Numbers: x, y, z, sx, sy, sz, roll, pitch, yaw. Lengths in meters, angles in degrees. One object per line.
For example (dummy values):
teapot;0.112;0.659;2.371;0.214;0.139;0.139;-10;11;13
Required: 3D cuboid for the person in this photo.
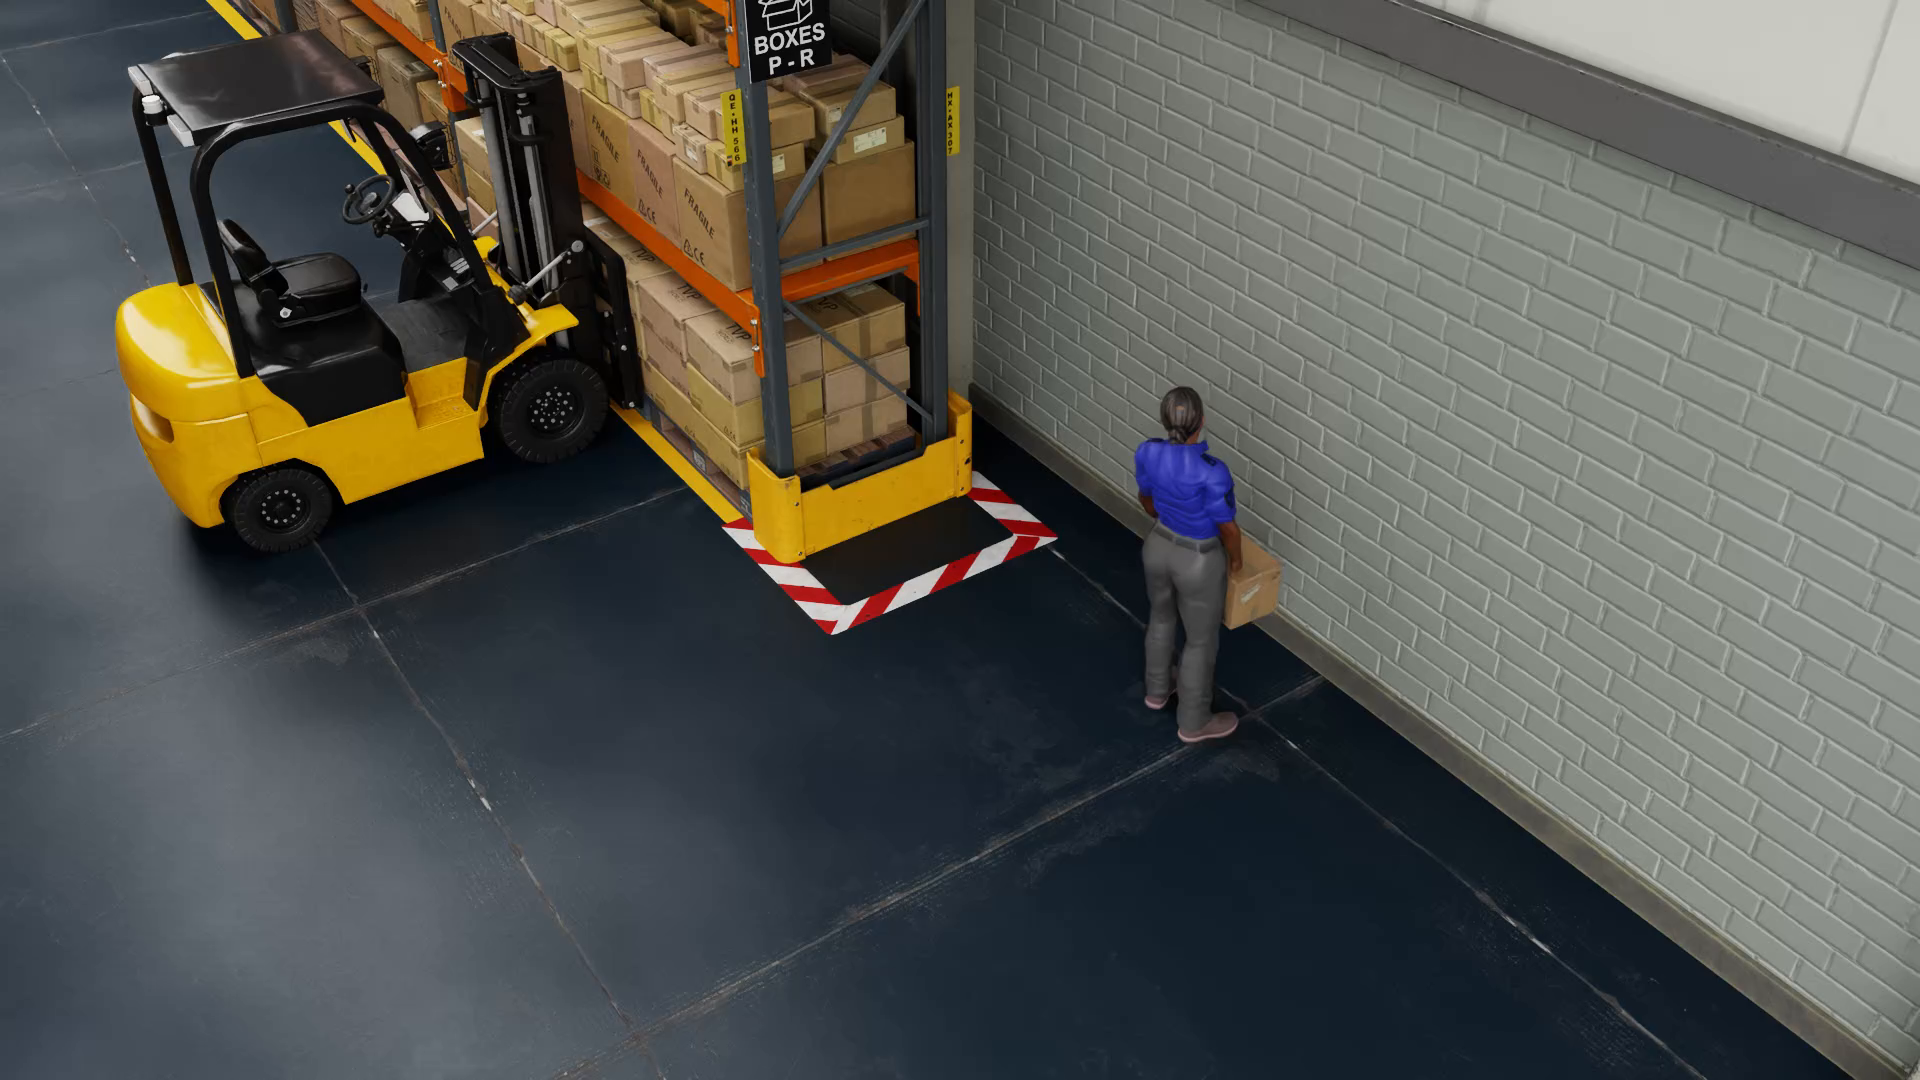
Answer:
person;0.974;0.085;6.891;0.543;1.656;0.394;27;44;32
